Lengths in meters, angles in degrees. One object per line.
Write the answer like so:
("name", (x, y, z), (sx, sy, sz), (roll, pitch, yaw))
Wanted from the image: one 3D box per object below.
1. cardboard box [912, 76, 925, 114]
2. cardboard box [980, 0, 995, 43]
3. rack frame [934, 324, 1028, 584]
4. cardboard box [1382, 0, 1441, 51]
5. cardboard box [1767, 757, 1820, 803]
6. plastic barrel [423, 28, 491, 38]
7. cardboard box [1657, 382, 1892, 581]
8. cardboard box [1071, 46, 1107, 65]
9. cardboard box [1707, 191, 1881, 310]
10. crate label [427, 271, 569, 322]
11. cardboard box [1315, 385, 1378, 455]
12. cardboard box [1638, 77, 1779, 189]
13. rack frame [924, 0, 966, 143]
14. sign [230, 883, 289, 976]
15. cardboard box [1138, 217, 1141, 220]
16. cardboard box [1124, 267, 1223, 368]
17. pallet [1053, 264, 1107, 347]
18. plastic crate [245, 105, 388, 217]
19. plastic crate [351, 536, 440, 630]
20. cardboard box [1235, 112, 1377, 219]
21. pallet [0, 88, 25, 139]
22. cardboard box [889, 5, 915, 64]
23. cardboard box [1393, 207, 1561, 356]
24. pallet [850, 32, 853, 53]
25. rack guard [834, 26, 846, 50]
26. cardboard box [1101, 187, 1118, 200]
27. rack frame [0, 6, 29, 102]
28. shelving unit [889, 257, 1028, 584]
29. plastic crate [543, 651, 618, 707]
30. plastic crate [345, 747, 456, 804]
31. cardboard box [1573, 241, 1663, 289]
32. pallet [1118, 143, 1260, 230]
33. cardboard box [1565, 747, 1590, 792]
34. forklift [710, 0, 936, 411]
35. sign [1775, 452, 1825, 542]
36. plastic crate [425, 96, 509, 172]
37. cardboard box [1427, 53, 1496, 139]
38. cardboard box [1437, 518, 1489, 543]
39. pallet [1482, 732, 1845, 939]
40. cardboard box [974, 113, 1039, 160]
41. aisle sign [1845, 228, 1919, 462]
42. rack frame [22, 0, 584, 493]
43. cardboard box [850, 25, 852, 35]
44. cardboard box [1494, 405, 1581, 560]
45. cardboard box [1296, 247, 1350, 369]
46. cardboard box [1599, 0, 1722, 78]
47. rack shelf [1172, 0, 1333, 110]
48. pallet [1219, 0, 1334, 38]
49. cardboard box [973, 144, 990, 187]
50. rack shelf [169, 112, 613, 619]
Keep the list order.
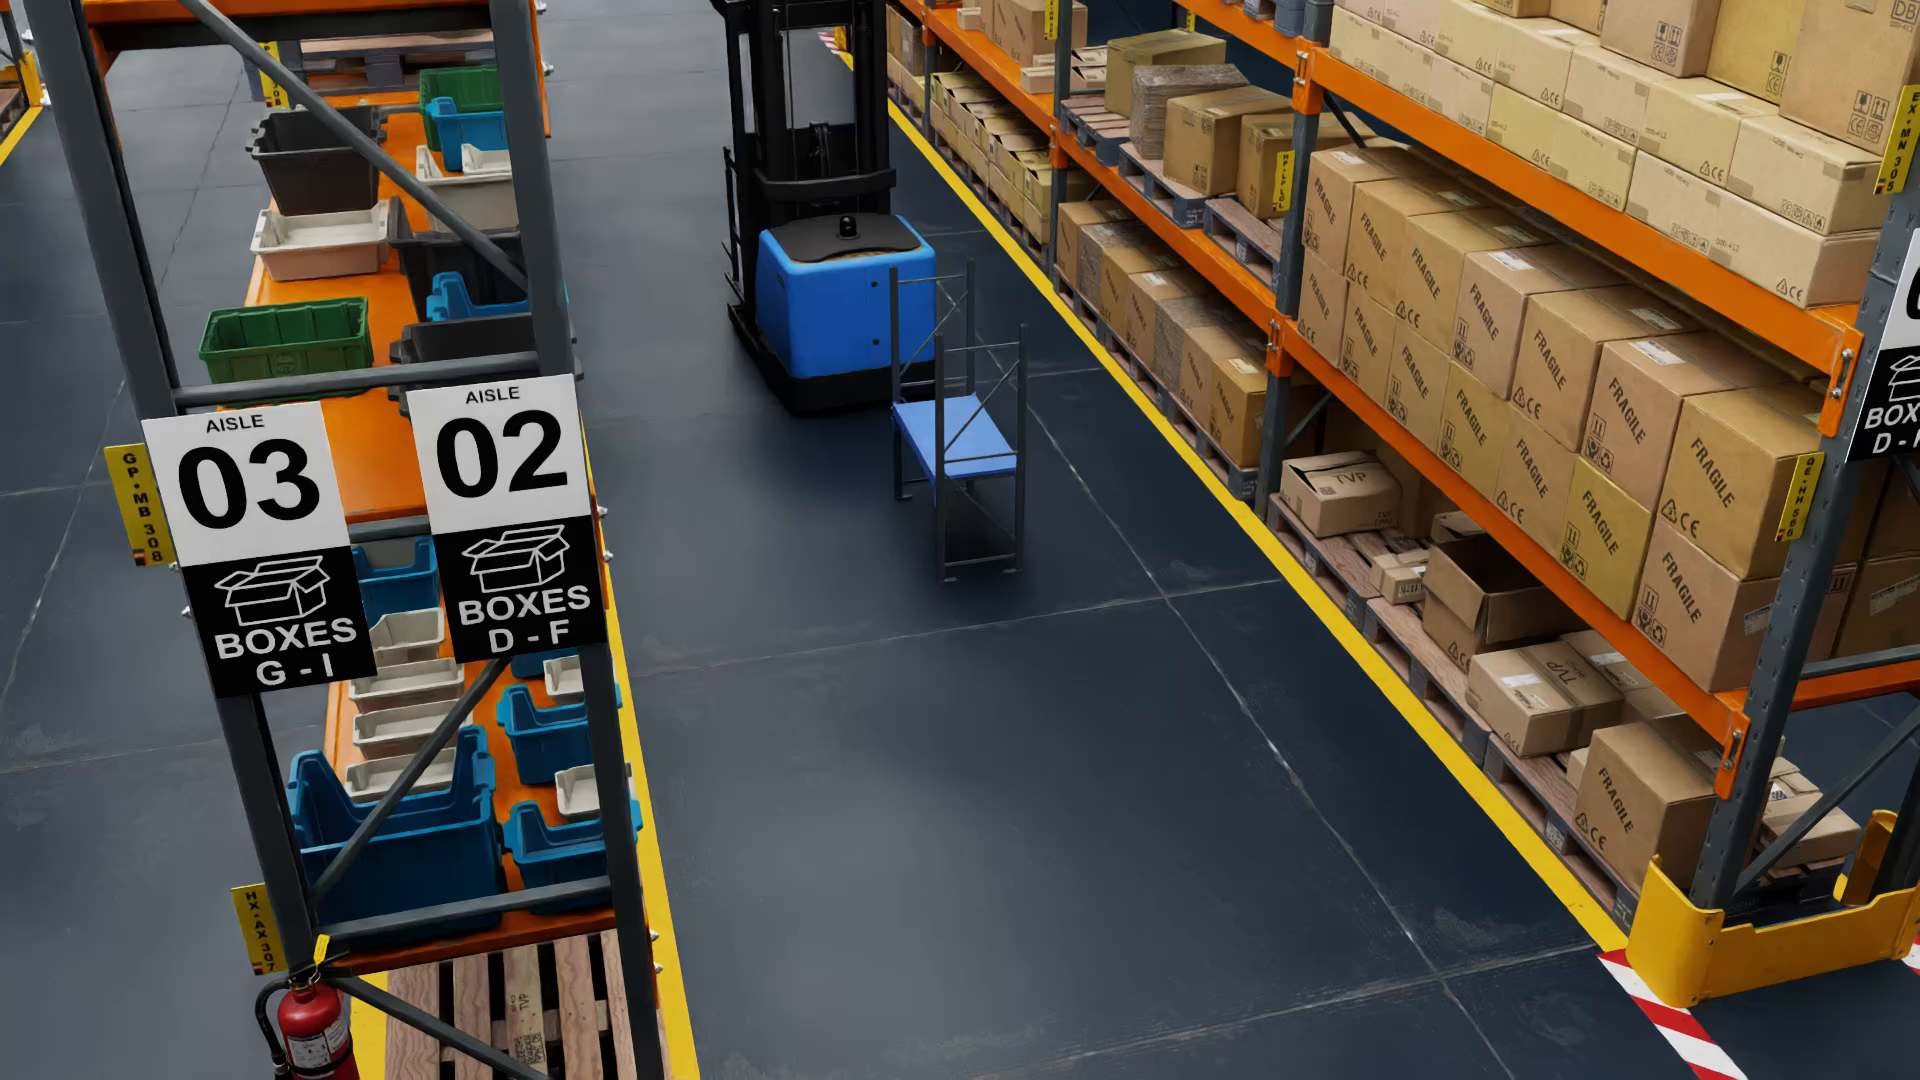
("cardboard box", (-0.186, -4.550, 16.942), (0.500, 0.250, 0.500), (-8, 31, -13))
("cardboard box", (0.475, -4.779, 14.912), (0.500, 0.500, 0.500), (-6, 31, -10))
("rack frame", (0.112, -0.445, 9.021), (0.500, 1.500, 0.032), (-8, 31, -13))
("cardboard box", (2.295, -2.440, 7.627), (0.500, 0.250, 0.500), (-8, 31, -13))
("cardboard box", (3.486, 1.100, 7.245), (0.380, 0.166, 0.250), (-8, 31, -13))
("plastic barrel", (-2.404, -2.669, 7.817), (0.433, 0.535, 0.433), (0, 30, 0))
("cardboard box", (2.949, -0.222, 6.041), (0.500, 0.500, 0.500), (-8, 31, -14))
("cardboard box", (1.158, -3.850, 13.497), (0.500, 0.311, 0.500), (-8, 31, -14))
("cardboard box", (2.942, -1.014, 5.662), (0.500, 0.250, 0.500), (-8, 31, -13))
("crate label", (-1.378, -0.633, 5.003), (0.408, 0.251, 0.502), (-8, 31, -13))
("cardboard box", (2.377, -0.874, 10.321), (0.500, 0.500, 0.500), (-9, 31, -16))
("cardboard box", (2.817, -1.473, 5.956), (0.500, 0.250, 0.500), (-8, 31, -13))
("rack frame", (0.147, -5.363, 16.021), (1.000, 3.000, 0.127), (-8, 31, -13))
("sign", (-1.970, 1.100, 4.693), (0.100, 0.325, 0.005), (-8, 31, -13))
("cardboard box", (1.353, -2.715, 13.772), (0.500, 0.250, 0.500), (-8, 31, -13))
("cardboard box", (1.471, -1.535, 11.464), (0.500, 0.500, 0.500), (-9, 31, -15))
("pallet", (1.371, -1.859, 12.750), (1.003, 0.211, 1.213), (-8, 31, -13))
("plastic crate", (-2.441, -1.448, 6.393), (0.497, 0.269, 0.590), (-8, 31, -13))
("plastic crate", (-2.237, 0.178, 6.555), (0.416, 0.233, 0.300), (-8, 31, -13))
("cardboard box", (2.117, -2.306, 10.221), (0.700, 0.500, 0.500), (-3, 30, -5))
("pallet", (-10.265, -4.339, 17.036), (1.003, 0.211, 1.213), (-8, 31, -13))
("cardboard box", (-0.444, -5.358, 17.590), (0.500, 0.500, 0.500), (-8, 31, -13))
("cardboard box", (2.398, -1.213, 7.753), (0.500, 0.500, 0.500), (-9, 31, -15))
("pallet", (-0.671, -5.724, 19.429), (1.003, 0.211, 1.213), (-8, 31, -13))
("rack guard", (-0.921, -6.225, 20.005), (1.175, 0.500, 0.348), (-8, 31, -13))
("cardboard box", (1.353, -2.958, 13.631), (0.500, 0.311, 0.500), (-7, 31, -12))
("rack frame", (-10.466, -5.980, 17.086), (1.000, 3.000, 0.127), (-8, 31, -13))
("shelving unit", (-0.023, -0.690, 9.445), (0.538, 1.500, 1.048), (-8, 31, -13))
("plastic crate", (-1.378, 0.521, 6.059), (0.250, 0.136, 0.298), (-8, 31, -13))
("plastic crate", (-1.835, 0.808, 5.563), (0.396, 0.136, 0.243), (-8, 31, -13))
("cardboard box", (3.059, -1.032, 7.440), (0.500, 0.500, 0.500), (-8, 31, -14))
("pallet", (1.730, -2.409, 11.110), (1.003, 0.211, 1.213), (-8, 31, -13))
("cardboard box", (2.930, 1.031, 7.363), (0.380, 0.166, 0.250), (-8, 31, -13))
("forklift", (-1.110, -2.853, 11.754), (1.130, 2.935, 3.031), (-10, 32, -17))
("sign", (2.792, -0.141, 5.528), (0.100, 0.325, 0.005), (-8, 31, -13))
("plastic crate", (-1.956, -1.671, 6.815), (0.416, 0.233, 0.300), (-8, 31, -13))
("cardboard box", (2.421, -1.981, 7.334), (0.500, 0.250, 0.500), (-8, 31, -13))
("cardboard box", (2.895, 0.074, 8.873), (0.500, 0.311, 0.500), (-8, 31, -13))
("pallet", (3.100, 1.218, 7.435), (1.003, 0.211, 1.213), (-8, 31, -13))
("cardboard box", (0.426, -3.622, 14.780), (0.500, 0.311, 0.500), (-7, 31, -12))
("aisle sign", (3.055, -0.619, 5.229), (0.394, 0.787, 0.004), (-8, 31, -13))
("rack frame", (-1.444, -1.507, 3.370), (1.000, 3.000, 0.127), (-8, 31, -13))
("cardboard box", (-0.986, -5.998, 19.444), (0.500, 0.250, 0.500), (-8, 31, -13))
("cardboard box", (2.683, -0.282, 7.144), (0.500, 0.500, 0.500), (-8, 31, -13))
("cardboard box", (2.143, -1.260, 8.833), (0.500, 0.500, 0.500), (-7, 31, -12))
("cardboard box", (2.893, -2.067, 6.235), (0.700, 0.500, 0.500), (-8, 31, -13))
("rack shelf", (1.740, -3.452, 10.443), (1.077, 0.370, 4.000), (-8, 31, -13))
("pallet", (2.165, -3.040, 9.202), (1.213, 0.211, 1.003), (-8, 31, -13))
("cardboard box", (0.424, -3.384, 14.928), (0.500, 0.250, 0.500), (-7, 31, -12))
("rack shelf", (-1.975, -0.863, 5.971), (1.077, 0.370, 4.000), (-8, 31, -13))
